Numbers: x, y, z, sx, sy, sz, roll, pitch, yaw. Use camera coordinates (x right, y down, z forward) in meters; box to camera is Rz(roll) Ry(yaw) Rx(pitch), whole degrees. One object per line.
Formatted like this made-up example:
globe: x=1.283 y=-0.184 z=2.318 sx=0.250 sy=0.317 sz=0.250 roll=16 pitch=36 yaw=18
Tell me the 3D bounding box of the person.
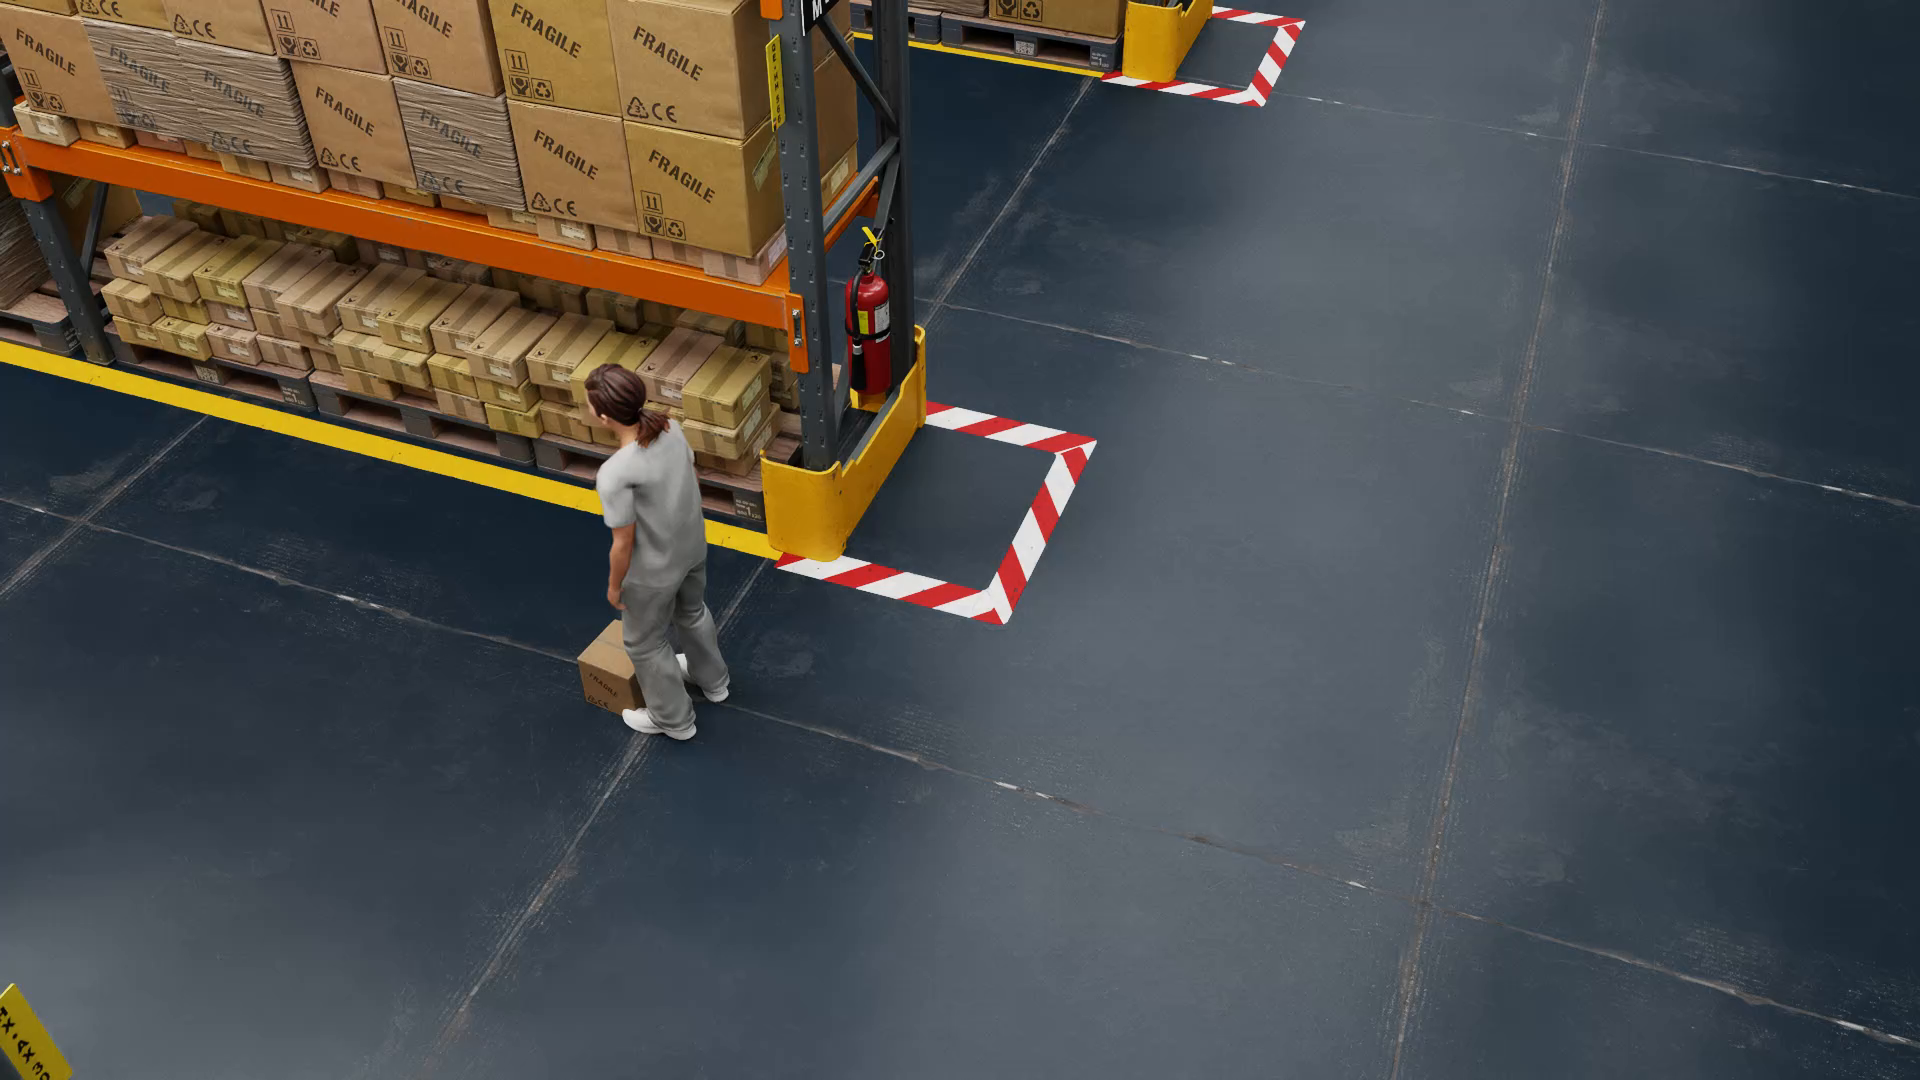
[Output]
person: x=-1.113 y=0.061 z=6.091 sx=0.359 sy=1.673 sz=0.486 roll=20 pitch=45 yaw=21
